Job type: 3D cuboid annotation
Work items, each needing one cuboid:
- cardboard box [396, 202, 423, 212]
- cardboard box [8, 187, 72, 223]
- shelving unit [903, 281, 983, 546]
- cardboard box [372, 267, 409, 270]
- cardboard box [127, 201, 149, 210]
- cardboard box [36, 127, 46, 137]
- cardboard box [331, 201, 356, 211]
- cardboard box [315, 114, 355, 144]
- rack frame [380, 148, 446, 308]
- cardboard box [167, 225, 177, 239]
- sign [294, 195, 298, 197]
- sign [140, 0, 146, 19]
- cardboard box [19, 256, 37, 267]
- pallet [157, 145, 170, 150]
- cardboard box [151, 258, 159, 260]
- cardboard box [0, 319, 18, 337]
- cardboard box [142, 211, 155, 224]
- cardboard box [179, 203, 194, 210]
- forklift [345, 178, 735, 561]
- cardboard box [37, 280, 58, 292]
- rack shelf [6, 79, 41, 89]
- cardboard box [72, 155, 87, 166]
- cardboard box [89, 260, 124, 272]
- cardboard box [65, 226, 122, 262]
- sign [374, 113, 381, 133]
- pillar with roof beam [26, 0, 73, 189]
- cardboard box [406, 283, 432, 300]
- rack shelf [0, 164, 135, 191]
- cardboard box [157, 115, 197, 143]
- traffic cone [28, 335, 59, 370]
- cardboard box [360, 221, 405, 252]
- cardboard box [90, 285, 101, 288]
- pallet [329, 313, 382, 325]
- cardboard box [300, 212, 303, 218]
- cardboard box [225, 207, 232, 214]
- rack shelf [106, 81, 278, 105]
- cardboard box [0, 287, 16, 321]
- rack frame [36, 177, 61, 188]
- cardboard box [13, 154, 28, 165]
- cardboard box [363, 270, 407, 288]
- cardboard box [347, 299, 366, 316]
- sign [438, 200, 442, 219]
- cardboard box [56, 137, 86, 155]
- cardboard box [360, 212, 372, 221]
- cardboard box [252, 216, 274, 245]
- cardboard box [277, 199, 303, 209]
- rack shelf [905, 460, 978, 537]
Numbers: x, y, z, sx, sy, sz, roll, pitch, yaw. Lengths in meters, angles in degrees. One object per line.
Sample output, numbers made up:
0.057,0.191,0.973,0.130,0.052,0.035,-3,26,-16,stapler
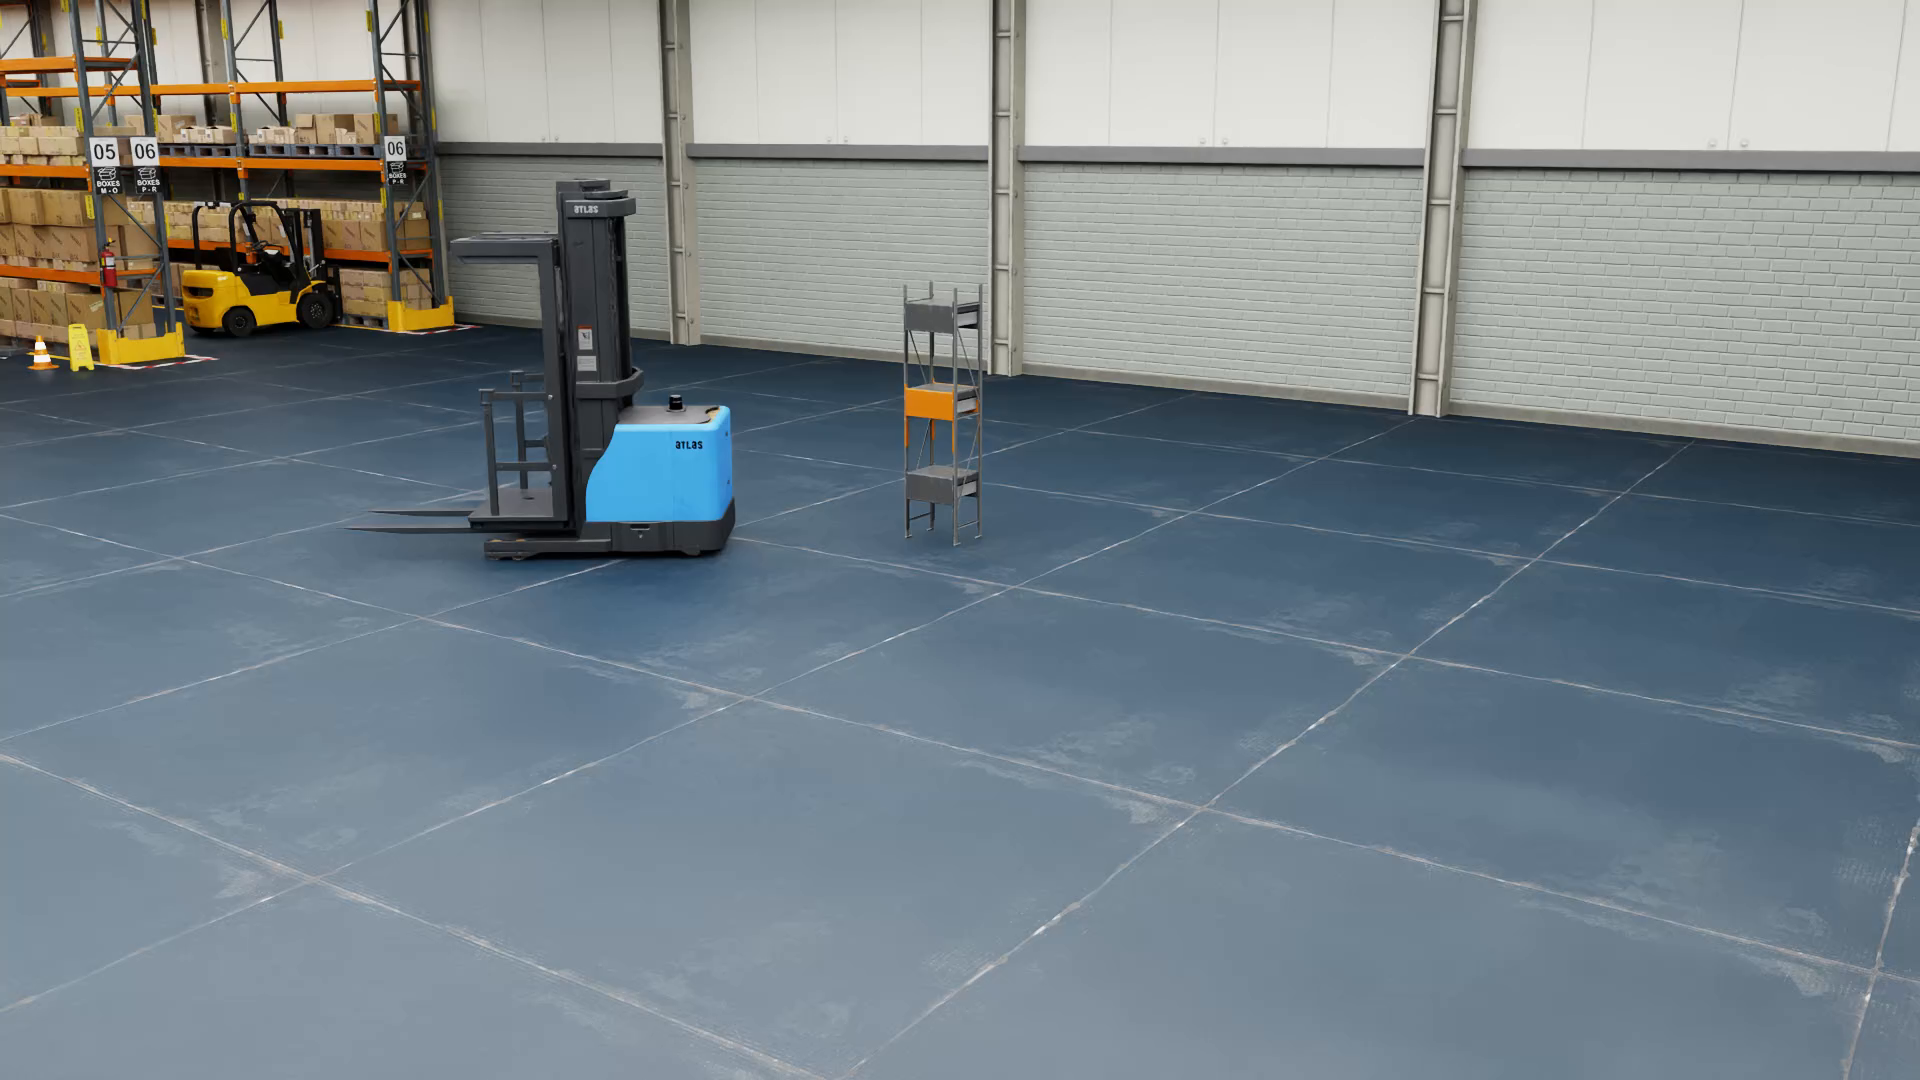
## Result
-9.412,-5.701,28.435,0.250,0.149,0.380,9,16,32,cardboard box
-13.799,-5.031,24.996,0.500,0.500,0.700,9,17,32,cardboard box
-0.137,-1.041,13.661,0.503,2.100,0.431,9,17,33,shelving unit
-9.963,-4.629,29.047,0.500,0.250,0.500,9,17,33,cardboard box
-15.791,-6.441,32.041,0.250,0.149,0.380,10,17,34,cardboard box
-13.261,-5.975,24.338,0.250,0.149,0.380,9,17,33,cardboard box
-10.565,-5.737,28.581,0.250,0.149,0.380,10,17,34,cardboard box
-10.550,-7.031,28.451,0.500,0.500,0.700,9,17,33,cardboard box
-9.253,-5.106,28.207,0.127,3.000,1.000,9,17,33,rack frame
-14.813,-5.862,31.572,0.500,0.250,0.500,9,16,31,cardboard box
-12.264,-6.212,30.708,0.005,0.325,0.100,9,17,33,sign
-11.717,-7.628,23.801,0.005,0.325,0.100,9,17,33,sign
-13.976,-4.222,25.160,0.250,0.149,0.380,9,17,33,cardboard box
-15.278,-7.470,31.908,1.003,0.211,1.213,10,17,35,pallet
-16.150,-5.616,33.246,0.250,0.149,0.380,10,17,36,cardboard box
-14.551,-3.319,25.837,0.500,0.250,0.500,10,17,36,cardboard box
-15.244,-6.173,31.789,0.500,0.250,0.500,10,17,35,cardboard box
-14.444,-6.254,31.287,0.250,0.149,0.380,9,17,33,cardboard box
-3.411,-1.389,13.335,3.031,2.935,1.130,0,14,-1,forklift
-13.597,-3.825,24.970,0.250,0.149,0.380,10,17,35,cardboard box
-20.870,-9.545,35.157,4.000,0.370,1.077,9,17,33,rack shelf
-12.472,-5.442,23.845,0.250,0.149,0.380,9,17,33,cardboard box
-12.450,-4.001,24.267,0.250,0.149,0.380,10,17,35,cardboard box
-12.624,-4.326,24.231,0.500,0.500,0.500,9,16,32,cardboard box
-9.567,-6.847,27.320,0.005,0.325,0.100,9,17,33,sign
-21.688,-9.042,31.623,0.400,9.000,9.100,9,17,33,pillar with roof beam
-9.527,-4.322,28.849,0.500,0.250,0.500,10,17,34,cardboard box
-13.680,-5.491,25.016,4.000,0.370,1.077,9,17,33,rack shelf
-14.581,-7.654,30.966,0.500,0.500,0.500,10,17,34,cardboard box
-13.097,-2.685,23.706,0.334,0.463,0.336,9,17,33,traffic cone
-9.808,-5.168,28.250,0.500,0.500,0.500,9,16,32,cardboard box
-13.403,-3.653,25.627,0.500,0.500,0.500,10,17,34,cardboard box
-10.919,-4.010,29.584,1.213,0.211,1.003,9,17,33,pallet
-11.408,-5.733,29.183,0.250,0.149,0.380,9,16,31,cardboard box
-13.204,-6.038,30.415,0.250,0.149,0.380,9,16,32,cardboard box
-14.232,-8.279,30.871,4.000,0.370,1.077,9,17,33,rack shelf
-14.549,-3.683,25.746,0.500,0.500,0.500,10,17,35,cardboard box
-19.210,-6.715,34.708,0.127,3.000,1.000,9,17,33,rack frame
-13.772,-5.639,24.641,0.250,0.149,0.380,9,16,32,cardboard box
-9.809,-4.460,28.365,0.500,0.250,0.500,10,17,35,cardboard box
-10.226,-4.044,28.764,0.500,0.250,0.500,9,17,33,cardboard box
-8.938,-5.674,28.537,0.005,0.325,0.100,9,17,33,sign
-12.595,-5.658,23.889,0.500,0.250,0.500,9,16,32,cardboard box
-9.926,-5.488,28.194,0.250,0.149,0.380,9,17,34,cardboard box
-12.349,-5.579,29.911,0.500,0.500,0.500,9,16,31,cardboard box
-11.833,-5.944,29.414,0.250,0.149,0.380,10,17,34,cardboard box
-0.137,-0.349,13.832,0.480,0.518,0.431,9,17,33,rack shelf
